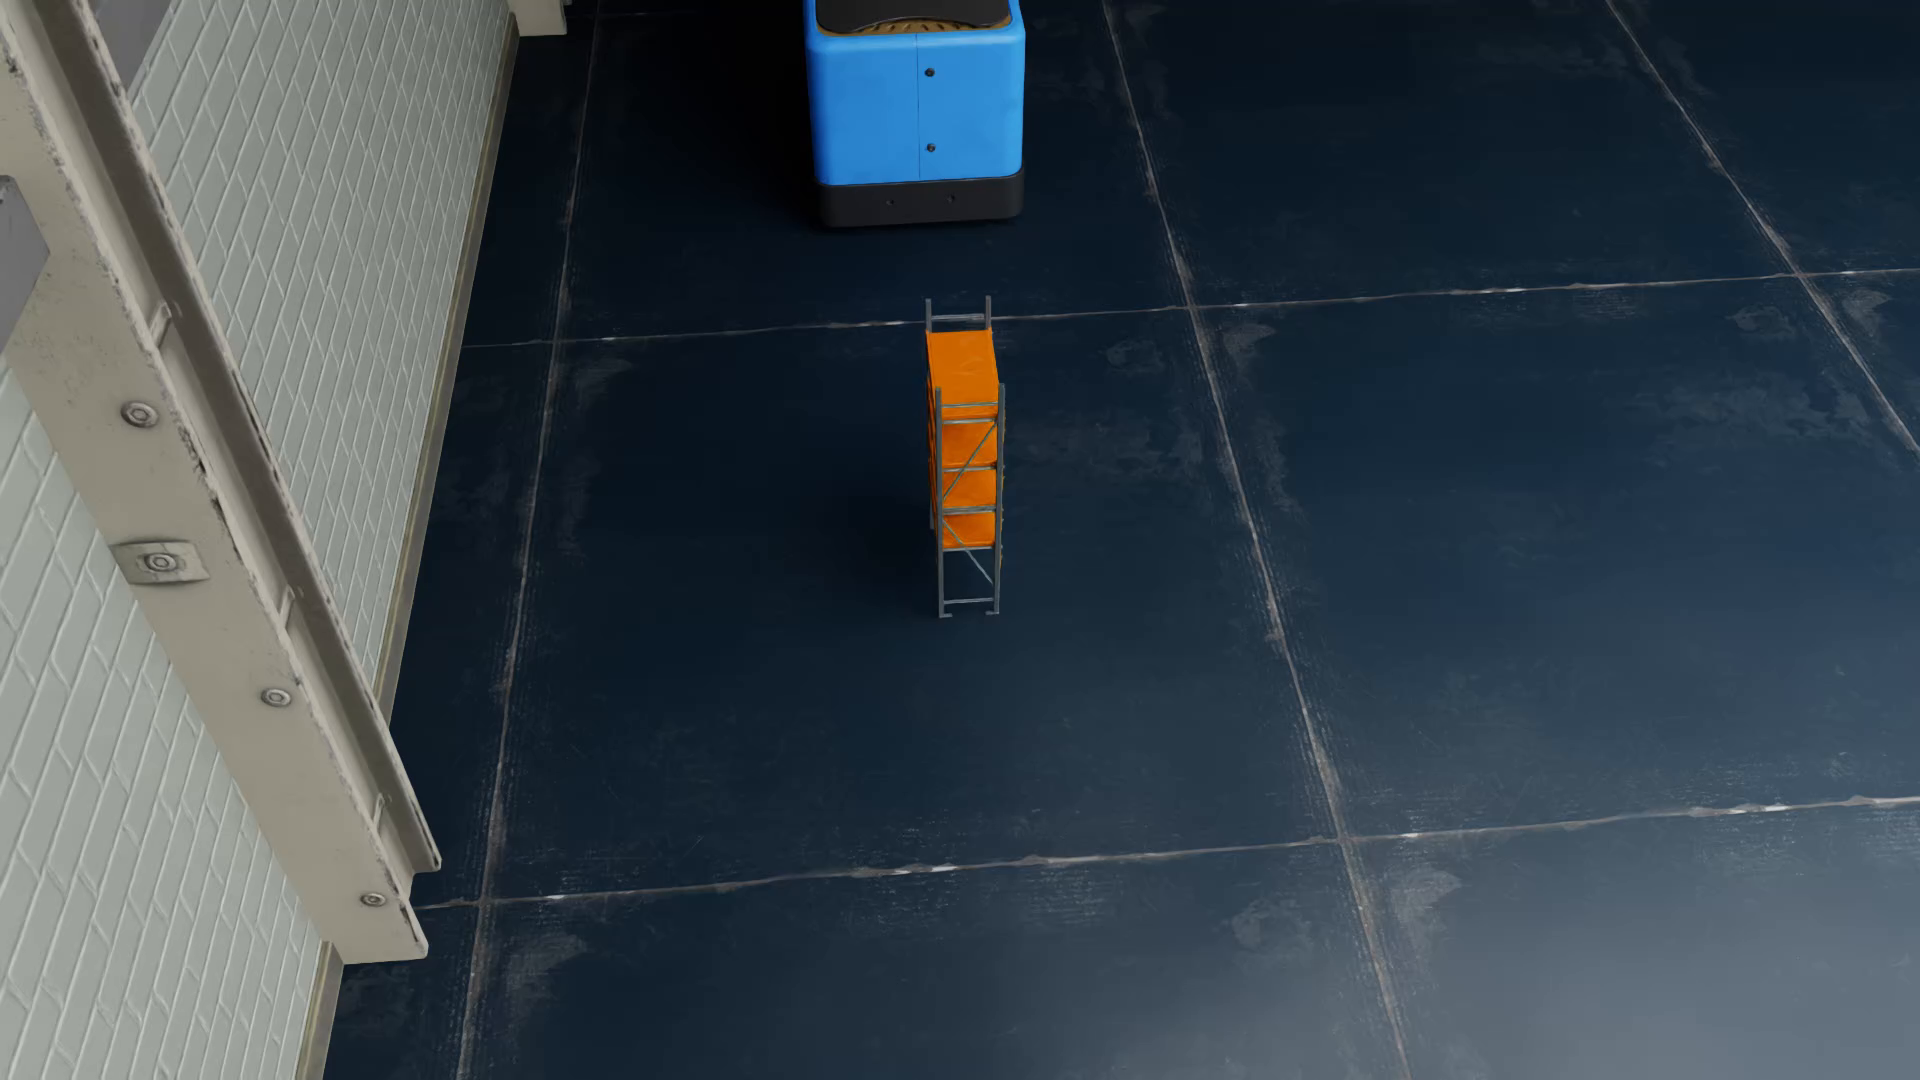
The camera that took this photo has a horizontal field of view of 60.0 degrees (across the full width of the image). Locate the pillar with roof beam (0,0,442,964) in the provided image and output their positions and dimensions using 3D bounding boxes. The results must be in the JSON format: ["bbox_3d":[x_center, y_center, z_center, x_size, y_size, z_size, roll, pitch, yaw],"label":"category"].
[{"bbox_3d":[2.335,-2.092,2.670,9.100,9.000,0.400,-3,47,-3],"label":"pillar with roof beam"}]

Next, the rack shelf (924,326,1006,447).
[{"bbox_3d":[0.014,-0.563,6.052,0.258,0.148,0.480,-3,47,-3],"label":"rack shelf"}]

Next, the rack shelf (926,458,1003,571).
[{"bbox_3d":[0.014,-0.110,6.530,0.258,0.148,0.480,-3,47,-3],"label":"rack shelf"}]

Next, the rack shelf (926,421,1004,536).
[{"bbox_3d":[0.014,-0.247,6.386,0.258,0.148,0.480,-3,47,-3],"label":"rack shelf"}]

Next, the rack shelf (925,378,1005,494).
[{"bbox_3d":[0.014,-0.400,6.224,0.258,0.148,0.480,-3,47,-3],"label":"rack shelf"}]

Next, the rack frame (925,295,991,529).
[{"bbox_3d":[-0.007,-0.469,6.505,0.240,1.200,0.015,-3,47,-3],"label":"rack frame"}]

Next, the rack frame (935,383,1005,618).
[{"bbox_3d":[0.034,-0.116,6.170,0.240,1.200,0.015,-3,47,-3],"label":"rack frame"}]

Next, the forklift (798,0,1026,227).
[{"bbox_3d":[-0.334,-3.633,8.308,1.130,2.935,3.031,-4,47,-4],"label":"forklift"}]

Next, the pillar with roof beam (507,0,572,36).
[{"bbox_3d":[1.833,-6.433,6.781,9.100,9.000,0.400,-3,47,-3],"label":"pillar with roof beam"}]

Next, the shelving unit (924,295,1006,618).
[{"bbox_3d":[0.014,-0.293,6.337,0.258,1.200,0.503,-3,47,-3],"label":"shelving unit"}]
